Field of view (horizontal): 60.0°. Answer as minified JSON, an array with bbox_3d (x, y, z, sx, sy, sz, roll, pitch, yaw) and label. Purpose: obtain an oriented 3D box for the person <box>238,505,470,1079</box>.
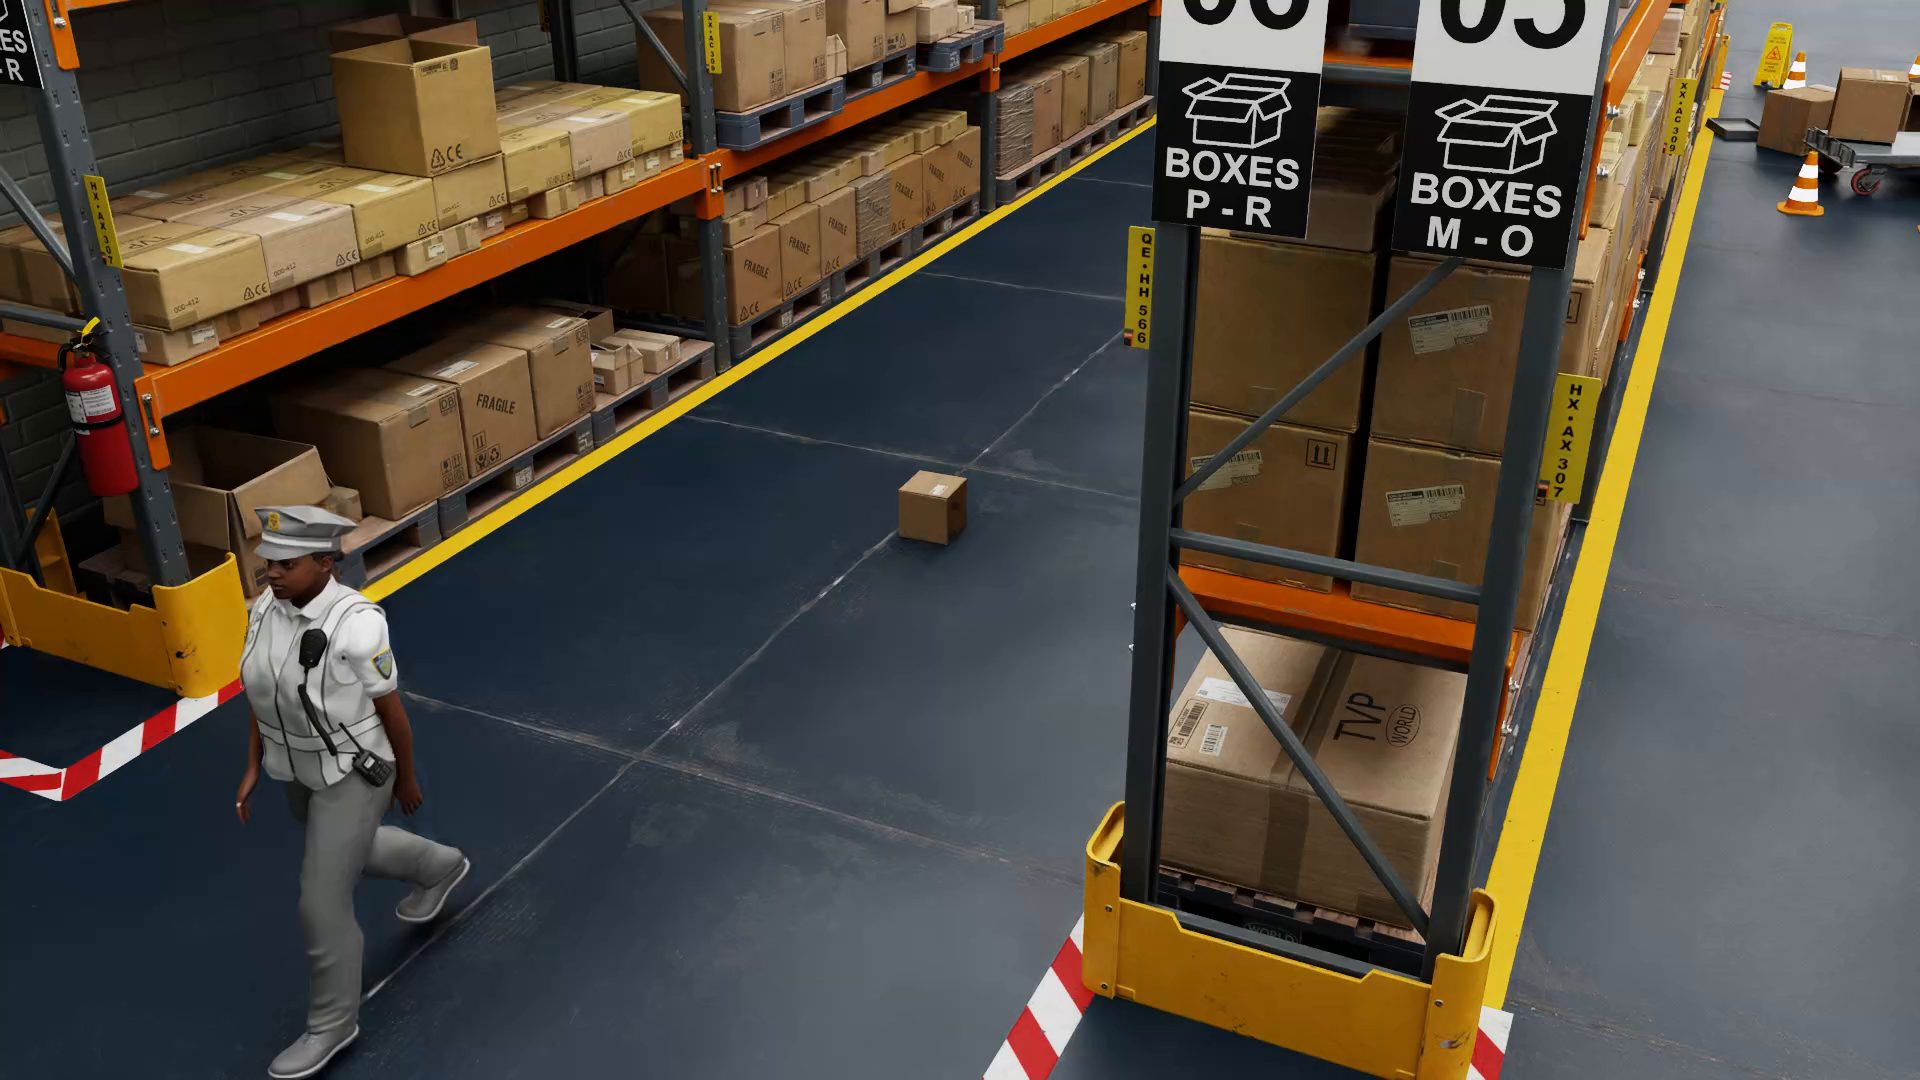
[{"bbox_3d":[-1.803,0.633,4.786,0.441,1.646,0.937,13,29,24],"label":"person"}]
